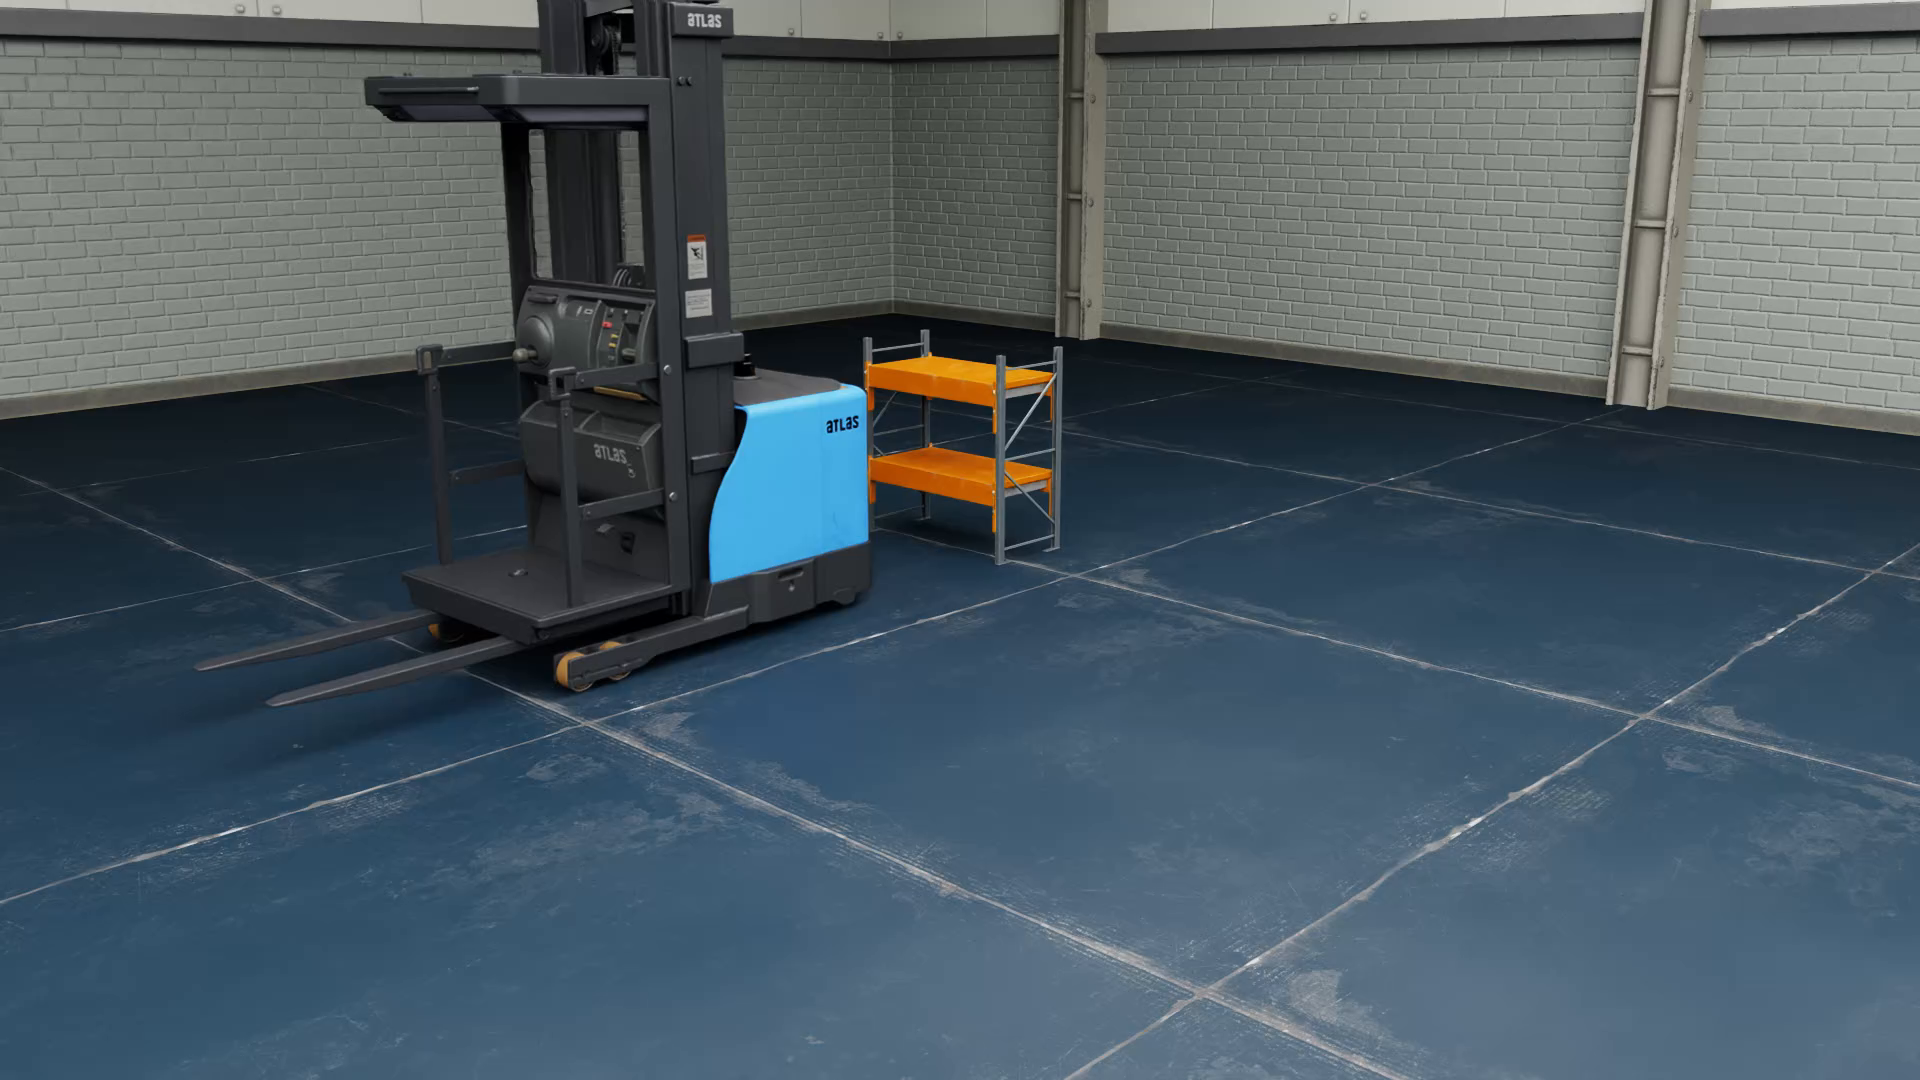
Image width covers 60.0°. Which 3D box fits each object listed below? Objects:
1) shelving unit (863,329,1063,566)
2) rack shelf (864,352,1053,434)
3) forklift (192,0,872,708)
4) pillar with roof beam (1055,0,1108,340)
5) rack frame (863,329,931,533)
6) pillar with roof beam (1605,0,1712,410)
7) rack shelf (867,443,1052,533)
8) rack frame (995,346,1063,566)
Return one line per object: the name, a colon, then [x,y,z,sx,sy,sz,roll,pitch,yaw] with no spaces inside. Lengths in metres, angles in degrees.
shelving unit: [0.005,-0.543,9.286,1.048,1.125,0.538,14,20,42]
rack shelf: [0.005,-0.826,9.212,1.000,0.278,0.538,14,20,42]
forklift: [-1.794,-0.925,7.168,1.130,2.935,3.031,13,19,40]
pillar with roof beam: [-1.728,-5.739,13.611,0.400,9.000,9.100,14,20,42]
rack frame: [-0.361,-0.632,9.627,0.032,1.125,0.500,14,20,42]
pillar with roof beam: [2.591,-4.689,9.581,0.400,9.000,9.100,14,20,42]
rack shelf: [0.005,-0.307,9.347,1.000,0.278,0.538,14,20,42]
rack frame: [0.371,-0.454,8.944,0.032,1.125,0.500,14,20,42]
